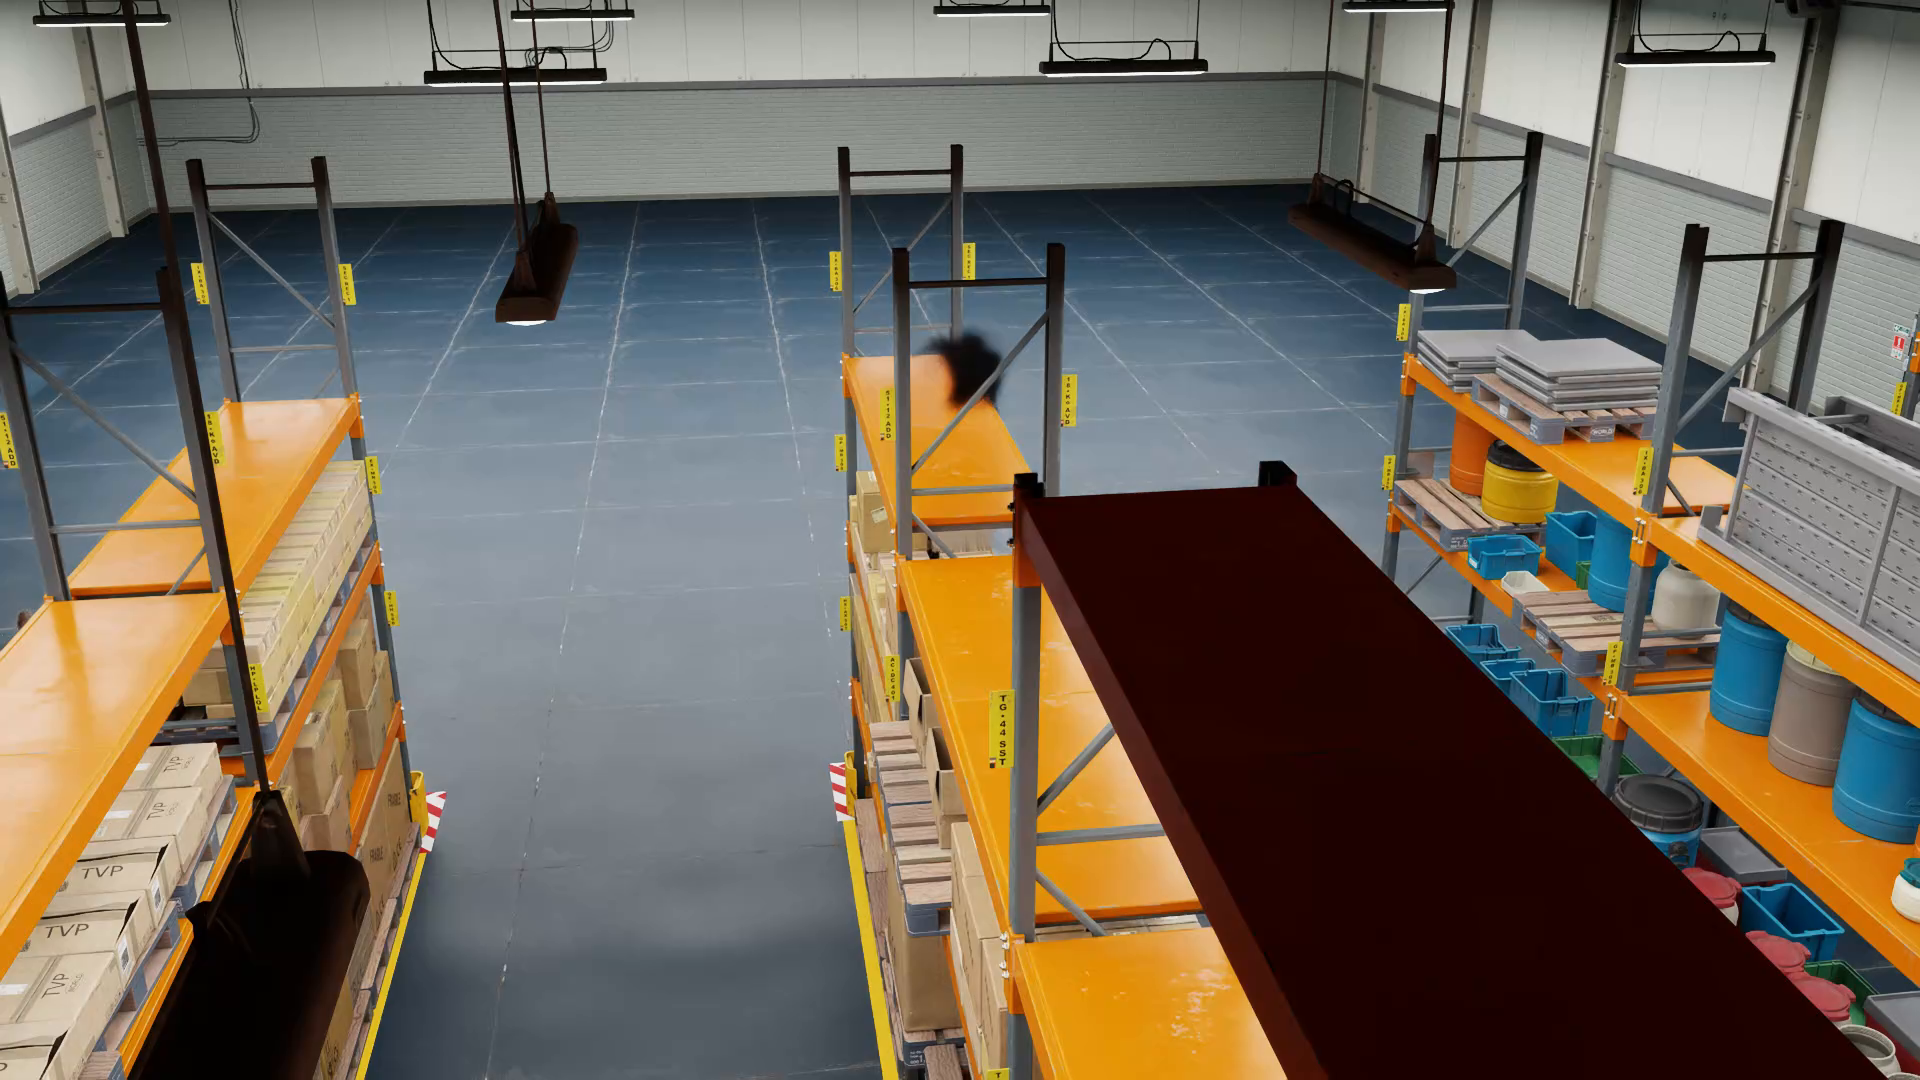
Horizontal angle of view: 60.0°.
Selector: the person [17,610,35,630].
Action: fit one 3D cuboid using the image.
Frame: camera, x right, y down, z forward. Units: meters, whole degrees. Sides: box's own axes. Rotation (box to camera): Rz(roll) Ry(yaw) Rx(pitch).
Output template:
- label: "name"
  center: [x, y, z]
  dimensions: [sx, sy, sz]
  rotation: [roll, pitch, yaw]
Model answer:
- label: "person"
  center: [-8.661, 1.377, 16.018]
  dimensions: [0.680, 1.530, 0.727]
  rotation: [-8, 23, -19]
